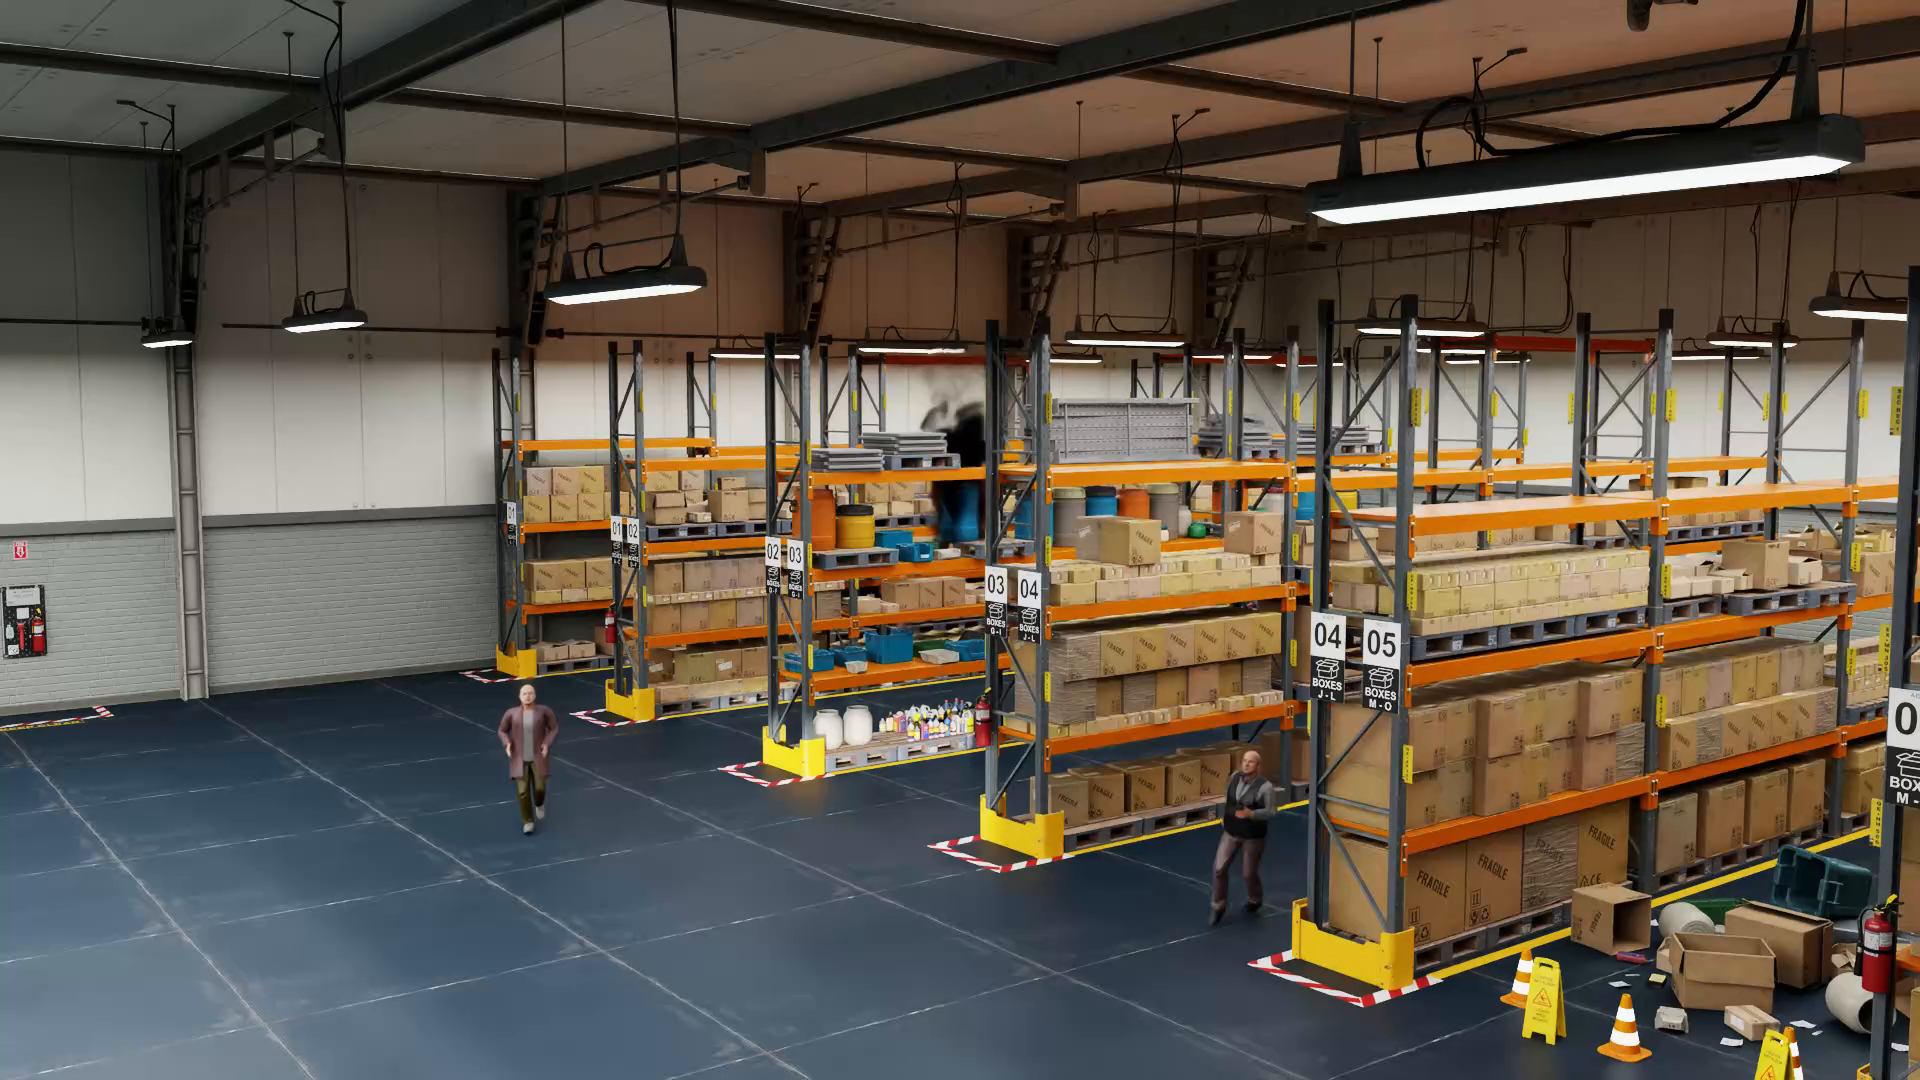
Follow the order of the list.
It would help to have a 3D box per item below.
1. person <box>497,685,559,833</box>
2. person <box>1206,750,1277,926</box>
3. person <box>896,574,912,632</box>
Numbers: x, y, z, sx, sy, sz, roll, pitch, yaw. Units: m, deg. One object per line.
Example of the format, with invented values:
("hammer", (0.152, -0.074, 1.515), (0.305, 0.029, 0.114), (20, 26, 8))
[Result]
("person", (-5.114, 2.571, 19.706), (0.707, 1.724, 0.668), (-1, 5, -13))
("person", (2.795, 2.913, 16.207), (0.658, 1.762, 0.772), (4, 6, 37))
("person", (-1.126, 1.432, 32.741), (0.574, 1.674, 0.950), (5, 7, 42))
